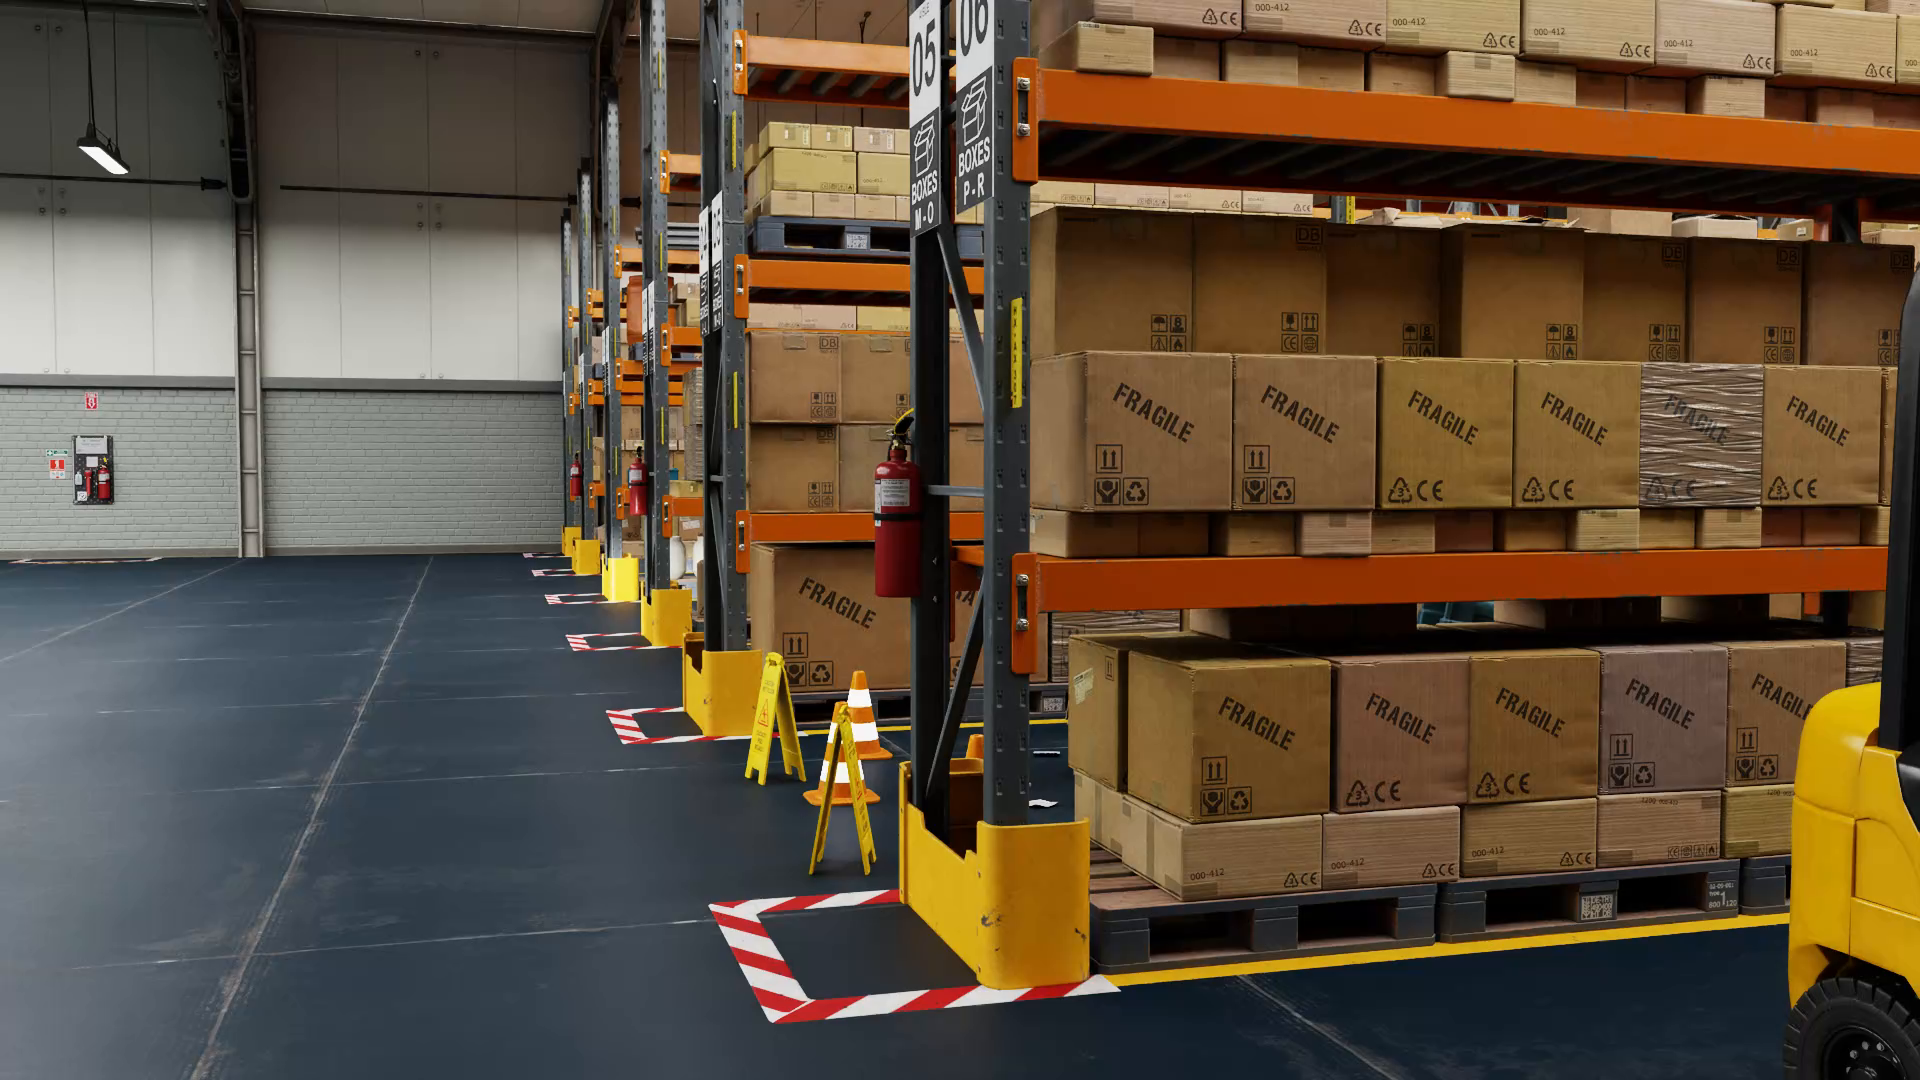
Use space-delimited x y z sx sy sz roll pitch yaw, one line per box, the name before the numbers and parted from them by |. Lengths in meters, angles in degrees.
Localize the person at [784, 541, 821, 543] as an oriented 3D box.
person | -1.683 -0.108 18.043 0.459 1.761 0.559 1 3 12
